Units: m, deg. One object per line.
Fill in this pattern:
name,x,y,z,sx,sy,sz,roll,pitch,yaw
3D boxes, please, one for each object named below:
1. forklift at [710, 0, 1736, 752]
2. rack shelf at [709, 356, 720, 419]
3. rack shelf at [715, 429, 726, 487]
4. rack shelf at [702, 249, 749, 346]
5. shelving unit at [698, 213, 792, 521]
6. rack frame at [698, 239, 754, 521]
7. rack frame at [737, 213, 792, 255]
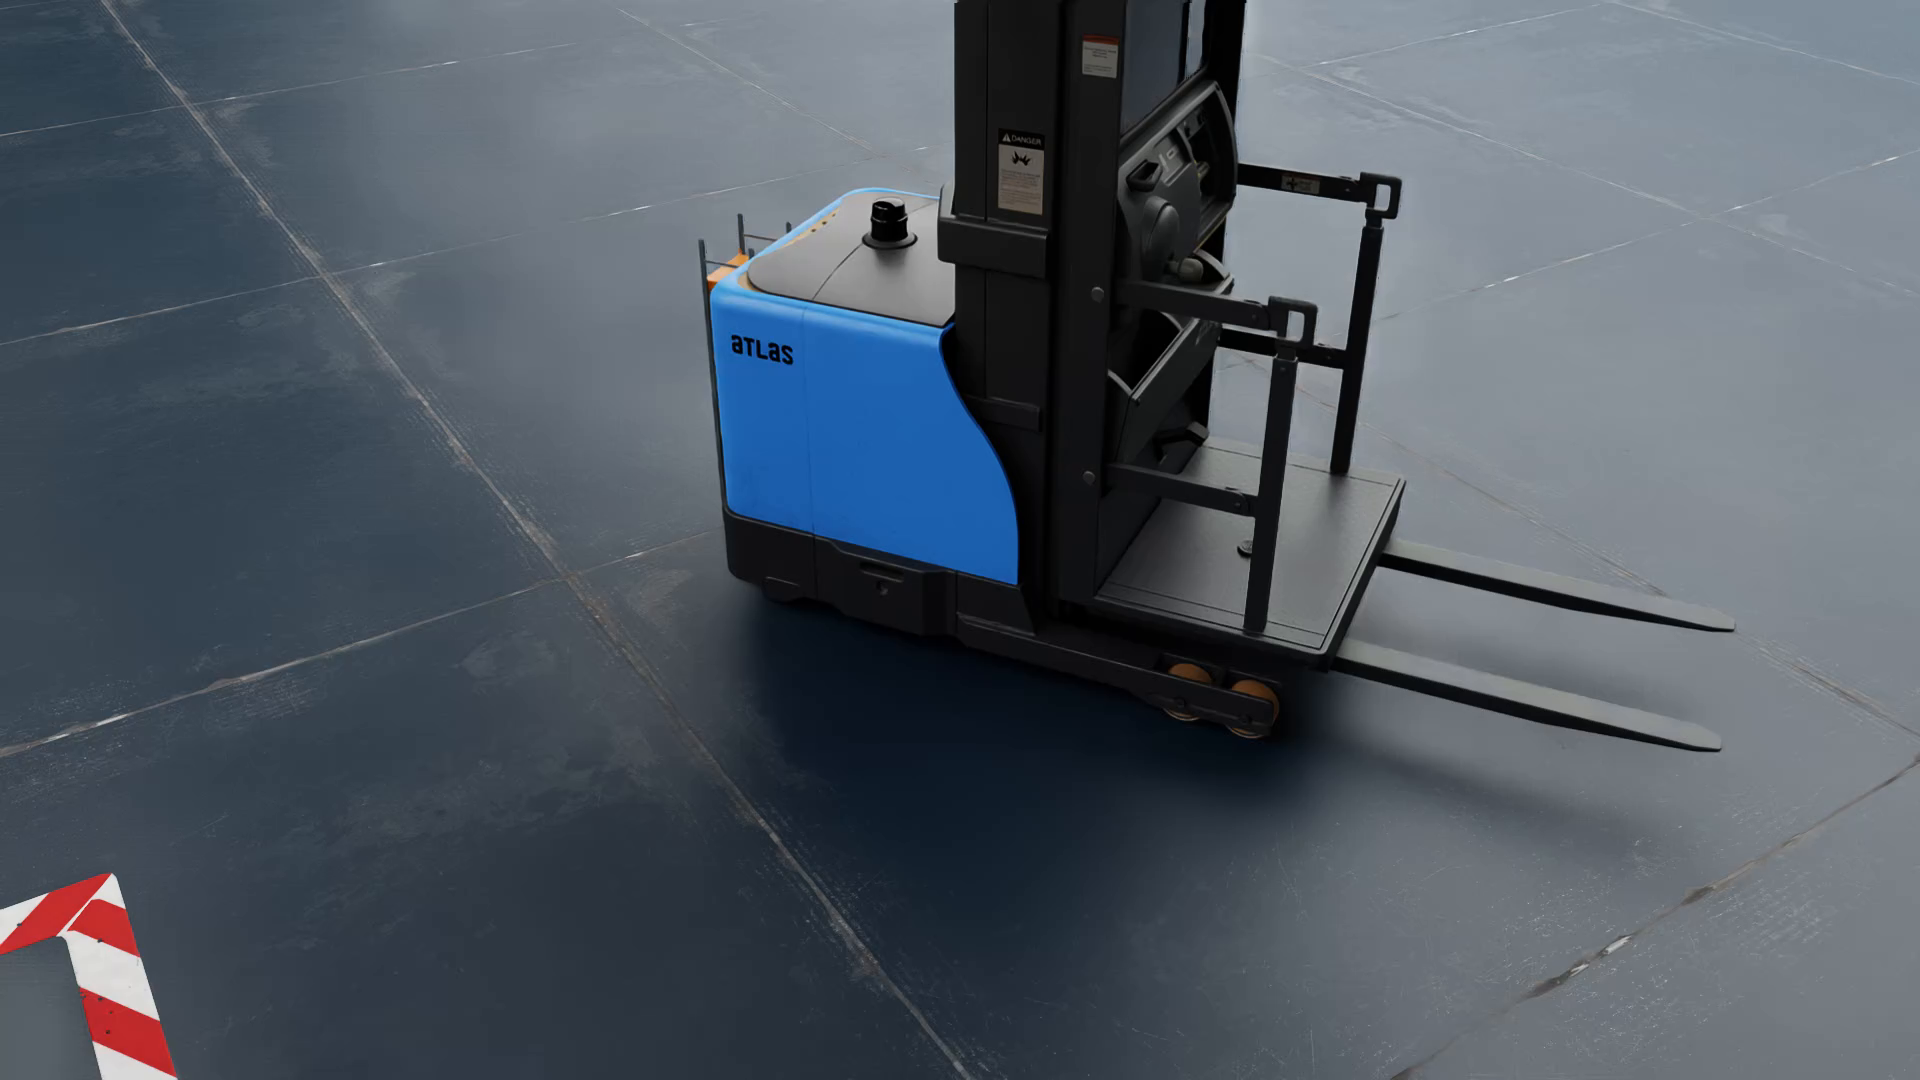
forklift,0.796,-0.987,4.568,3.031,2.935,1.130,14,35,21
rack shelf,-0.693,-0.544,5.648,0.215,0.259,0.240,13,35,20
rack shelf,-0.693,-0.309,5.796,0.215,0.259,0.240,13,35,20
rack shelf,-0.693,-0.784,5.497,0.215,0.259,0.240,13,35,20
shelving unit,-0.693,-0.553,5.642,0.215,1.050,0.252,13,35,20
rack frame,-0.742,-0.493,5.548,0.200,1.050,0.008,13,35,20
rack frame,-0.643,-0.612,5.737,0.200,1.050,0.008,13,35,20
